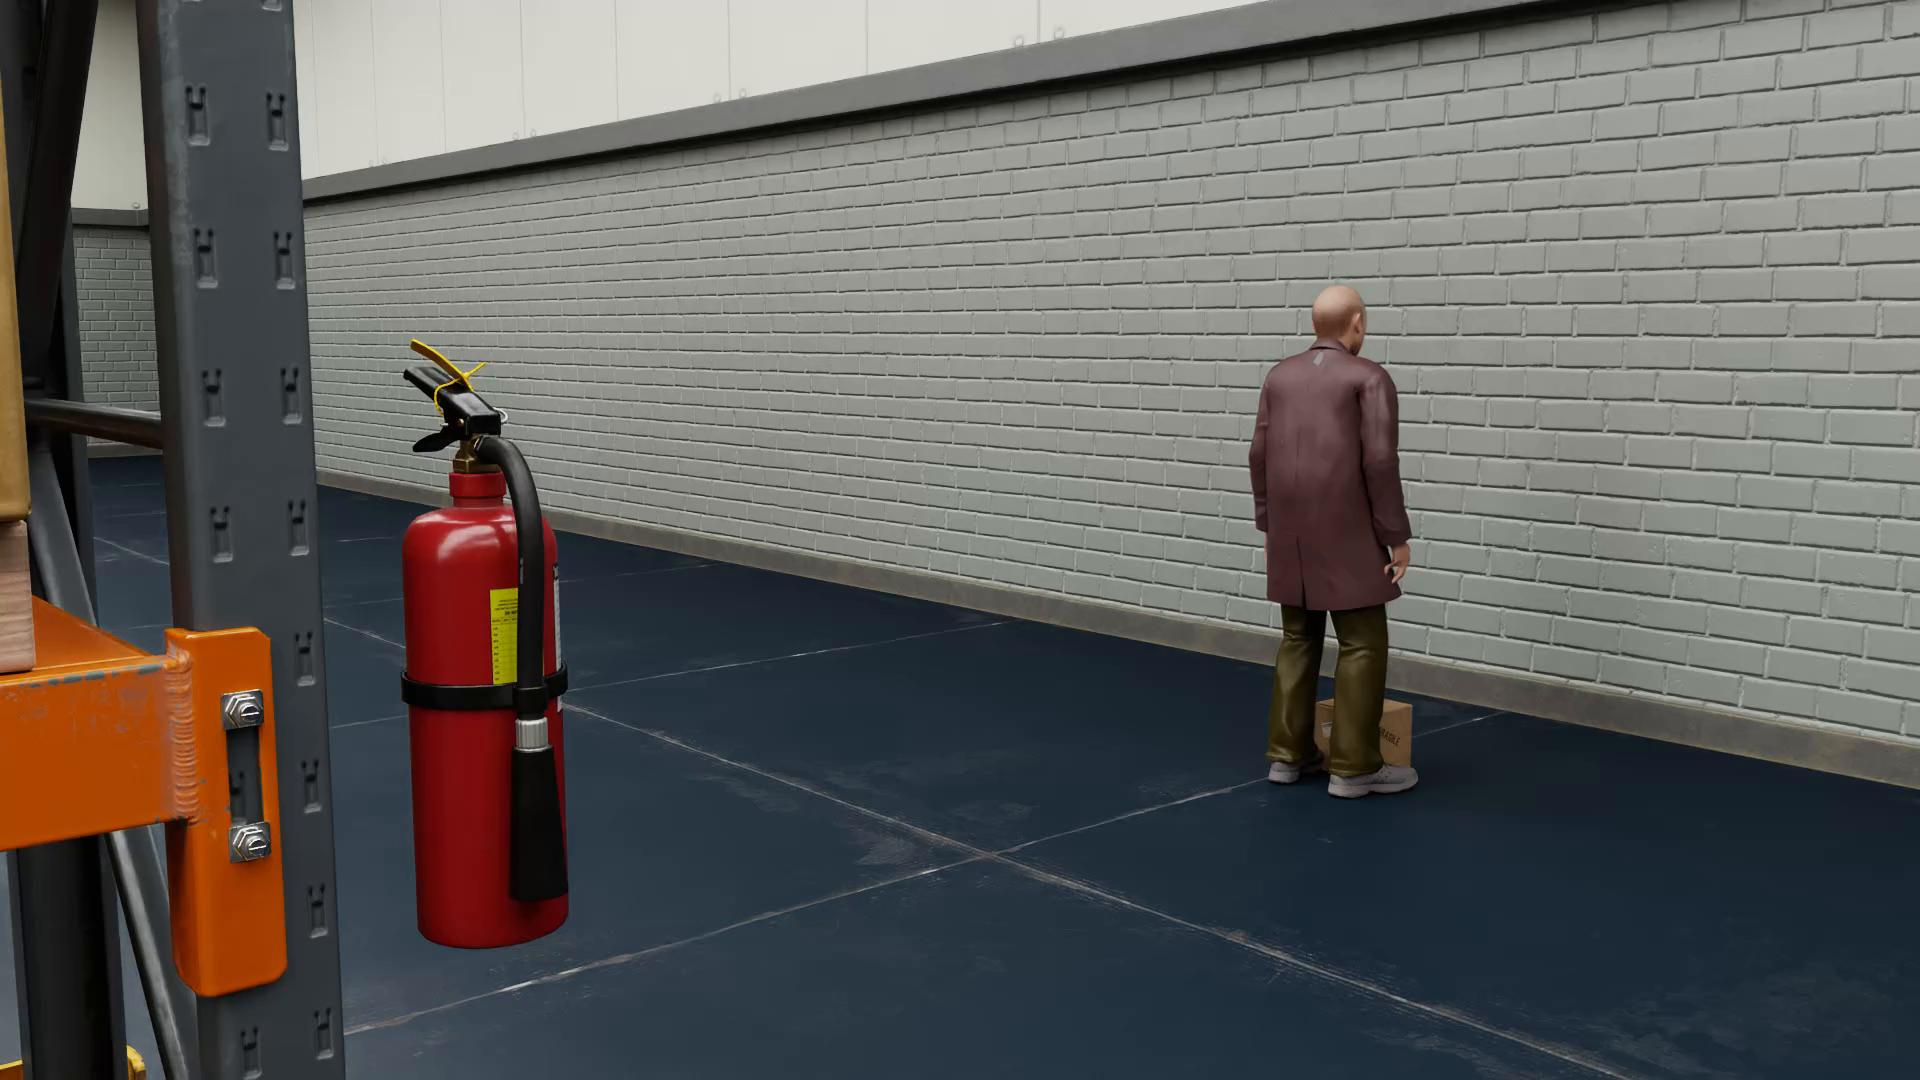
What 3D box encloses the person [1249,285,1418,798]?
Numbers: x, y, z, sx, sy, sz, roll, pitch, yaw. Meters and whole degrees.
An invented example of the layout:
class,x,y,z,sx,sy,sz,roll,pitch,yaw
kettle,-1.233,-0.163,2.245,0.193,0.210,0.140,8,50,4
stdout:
class,x,y,z,sx,sy,sz,roll,pitch,yaw
person,1.308,-0.008,5.893,0.420,1.774,0.643,-6,10,-41
